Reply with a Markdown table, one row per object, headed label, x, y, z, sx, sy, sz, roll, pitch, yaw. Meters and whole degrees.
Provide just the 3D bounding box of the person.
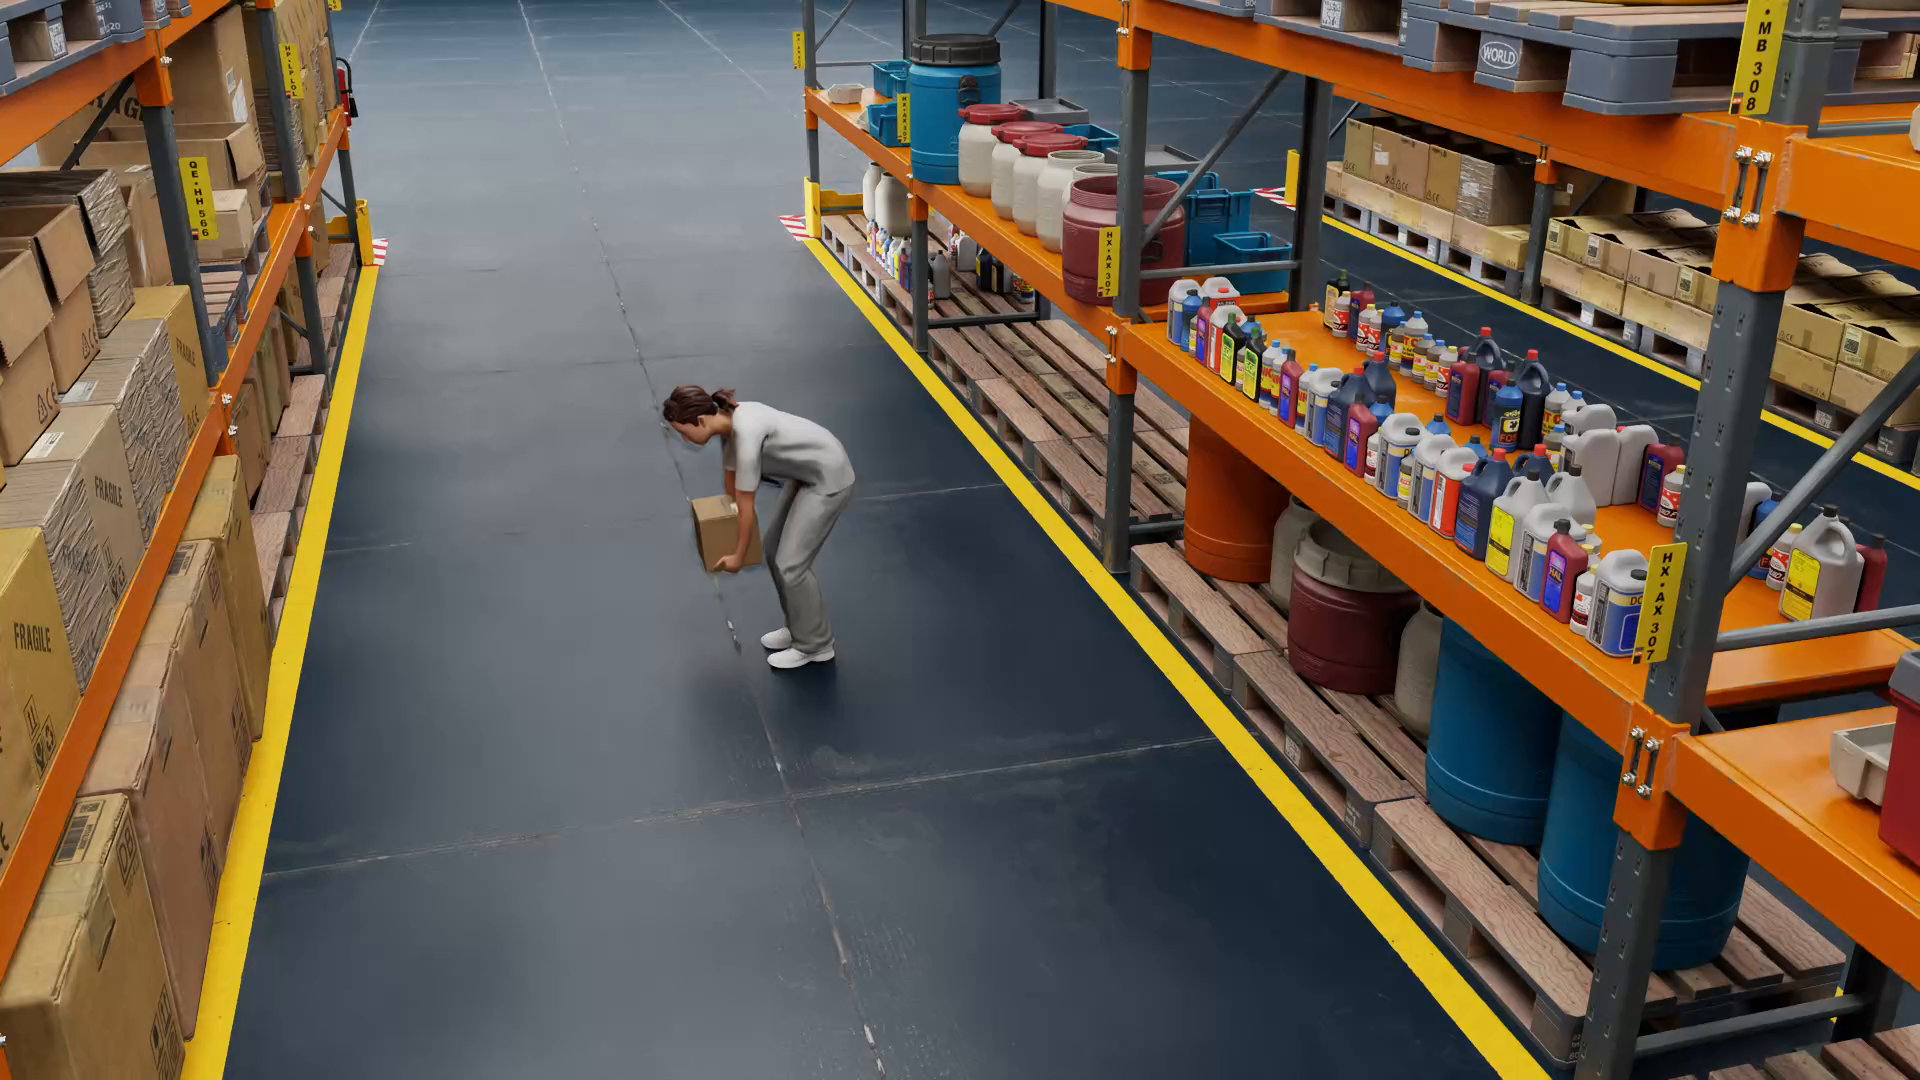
| label | x | y | z | sx | sy | sz | roll | pitch | yaw |
| --- | --- | --- | --- | --- | --- | --- | --- | --- | --- |
| person | -0.854 | -0.076 | 7.237 | 0.801 | 1.318 | 0.415 | -7 | 24 | -16 |
